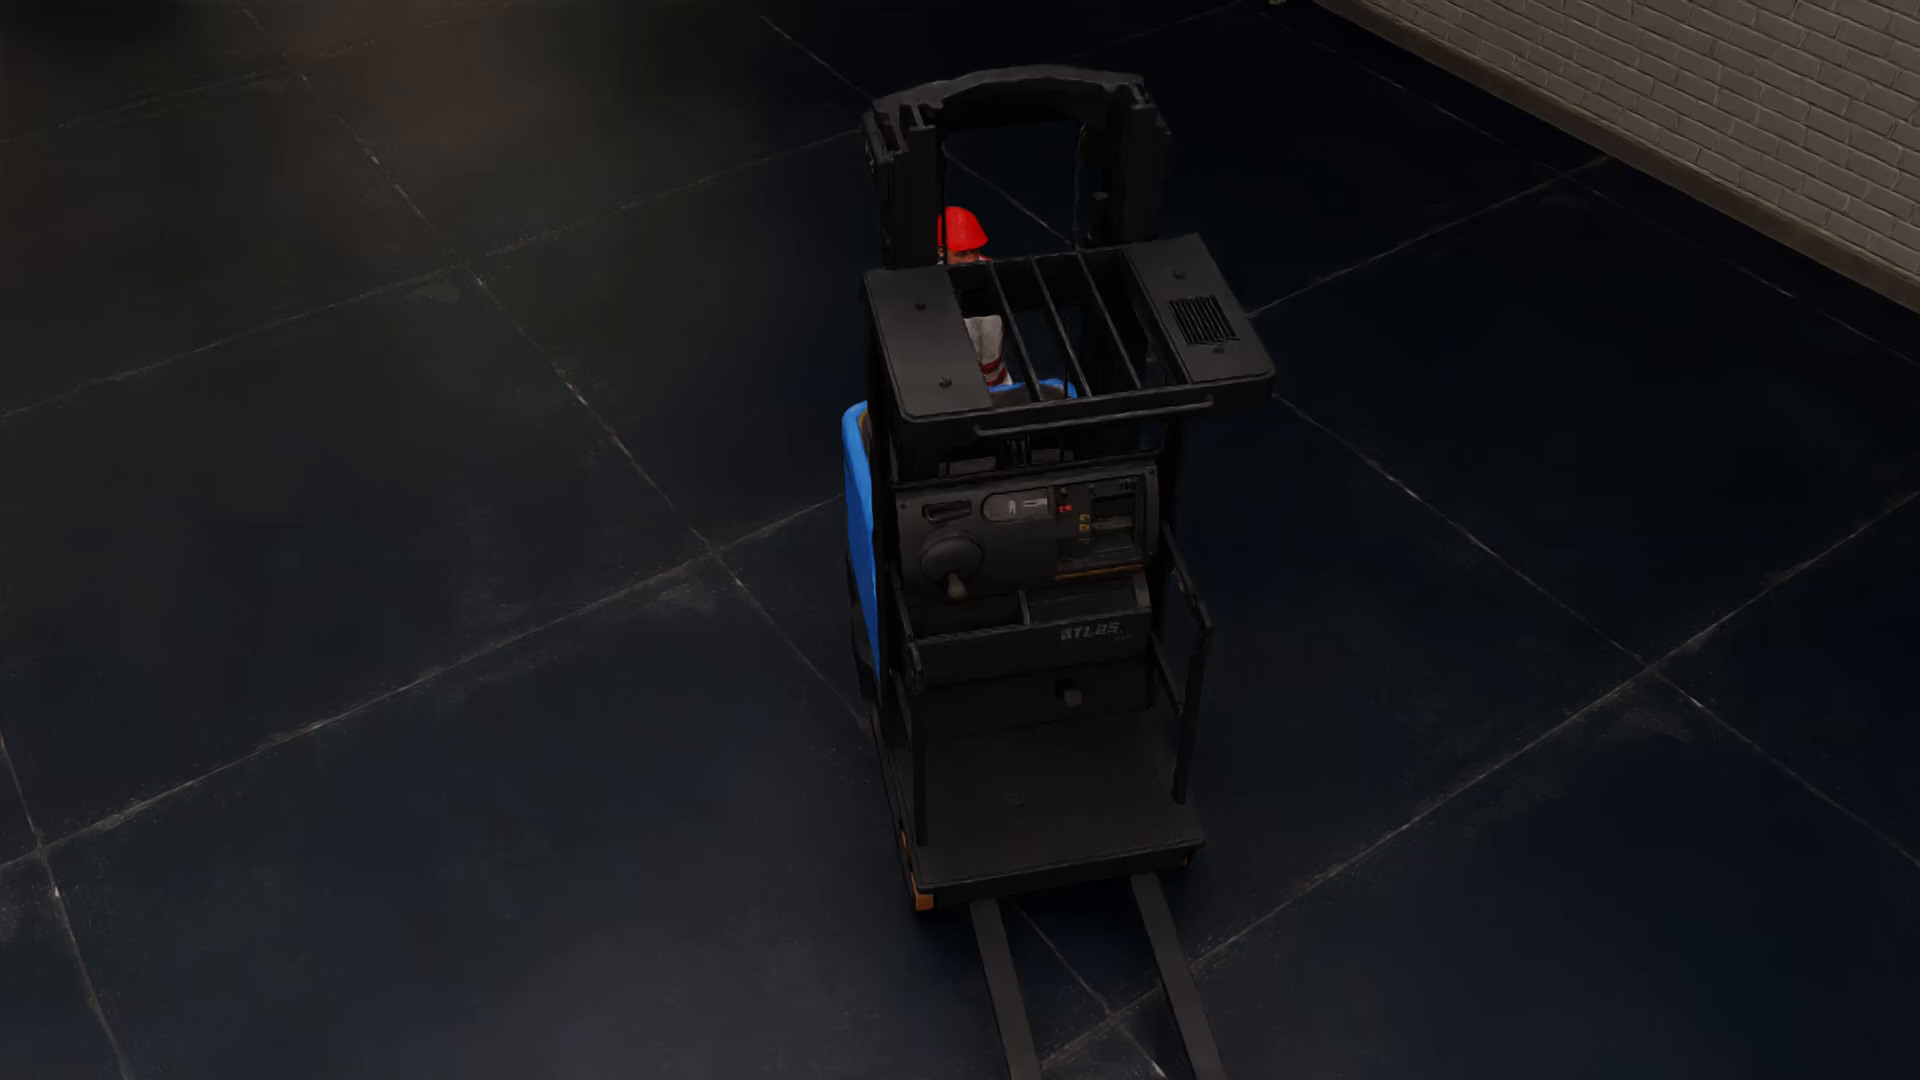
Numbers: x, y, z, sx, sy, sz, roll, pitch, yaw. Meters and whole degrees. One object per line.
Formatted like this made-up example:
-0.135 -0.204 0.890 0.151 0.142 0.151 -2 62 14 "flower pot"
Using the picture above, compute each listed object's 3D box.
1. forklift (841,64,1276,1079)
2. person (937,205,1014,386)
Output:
0.287 0.056 5.655 1.130 2.935 3.031 -8 43 -8 "forklift"
0.013 -0.648 7.259 0.540 1.795 0.349 -25 48 -25 "person"
